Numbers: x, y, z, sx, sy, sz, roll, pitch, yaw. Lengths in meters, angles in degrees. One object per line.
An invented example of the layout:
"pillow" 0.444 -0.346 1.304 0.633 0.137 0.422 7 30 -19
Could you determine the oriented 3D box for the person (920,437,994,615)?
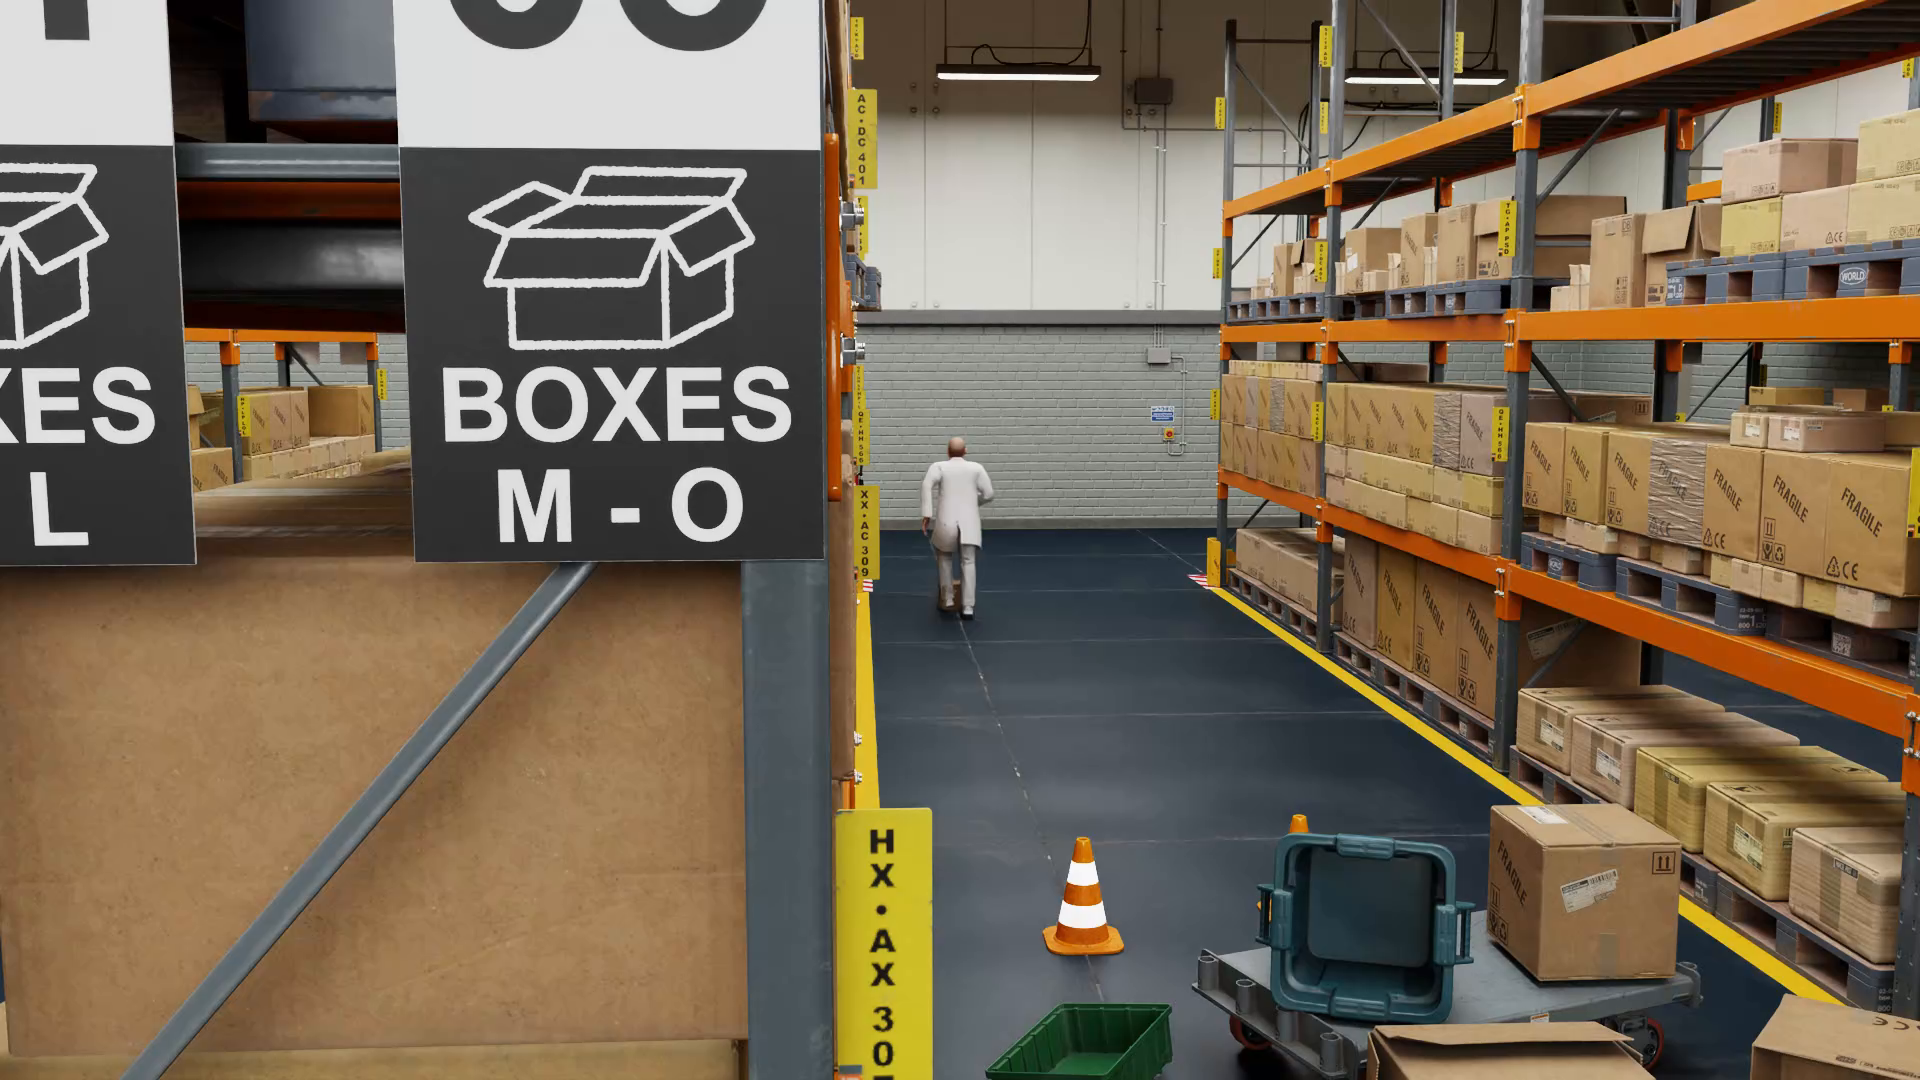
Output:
"person" -0.025 -0.152 16.297 0.716 1.693 0.992 0 7 2
